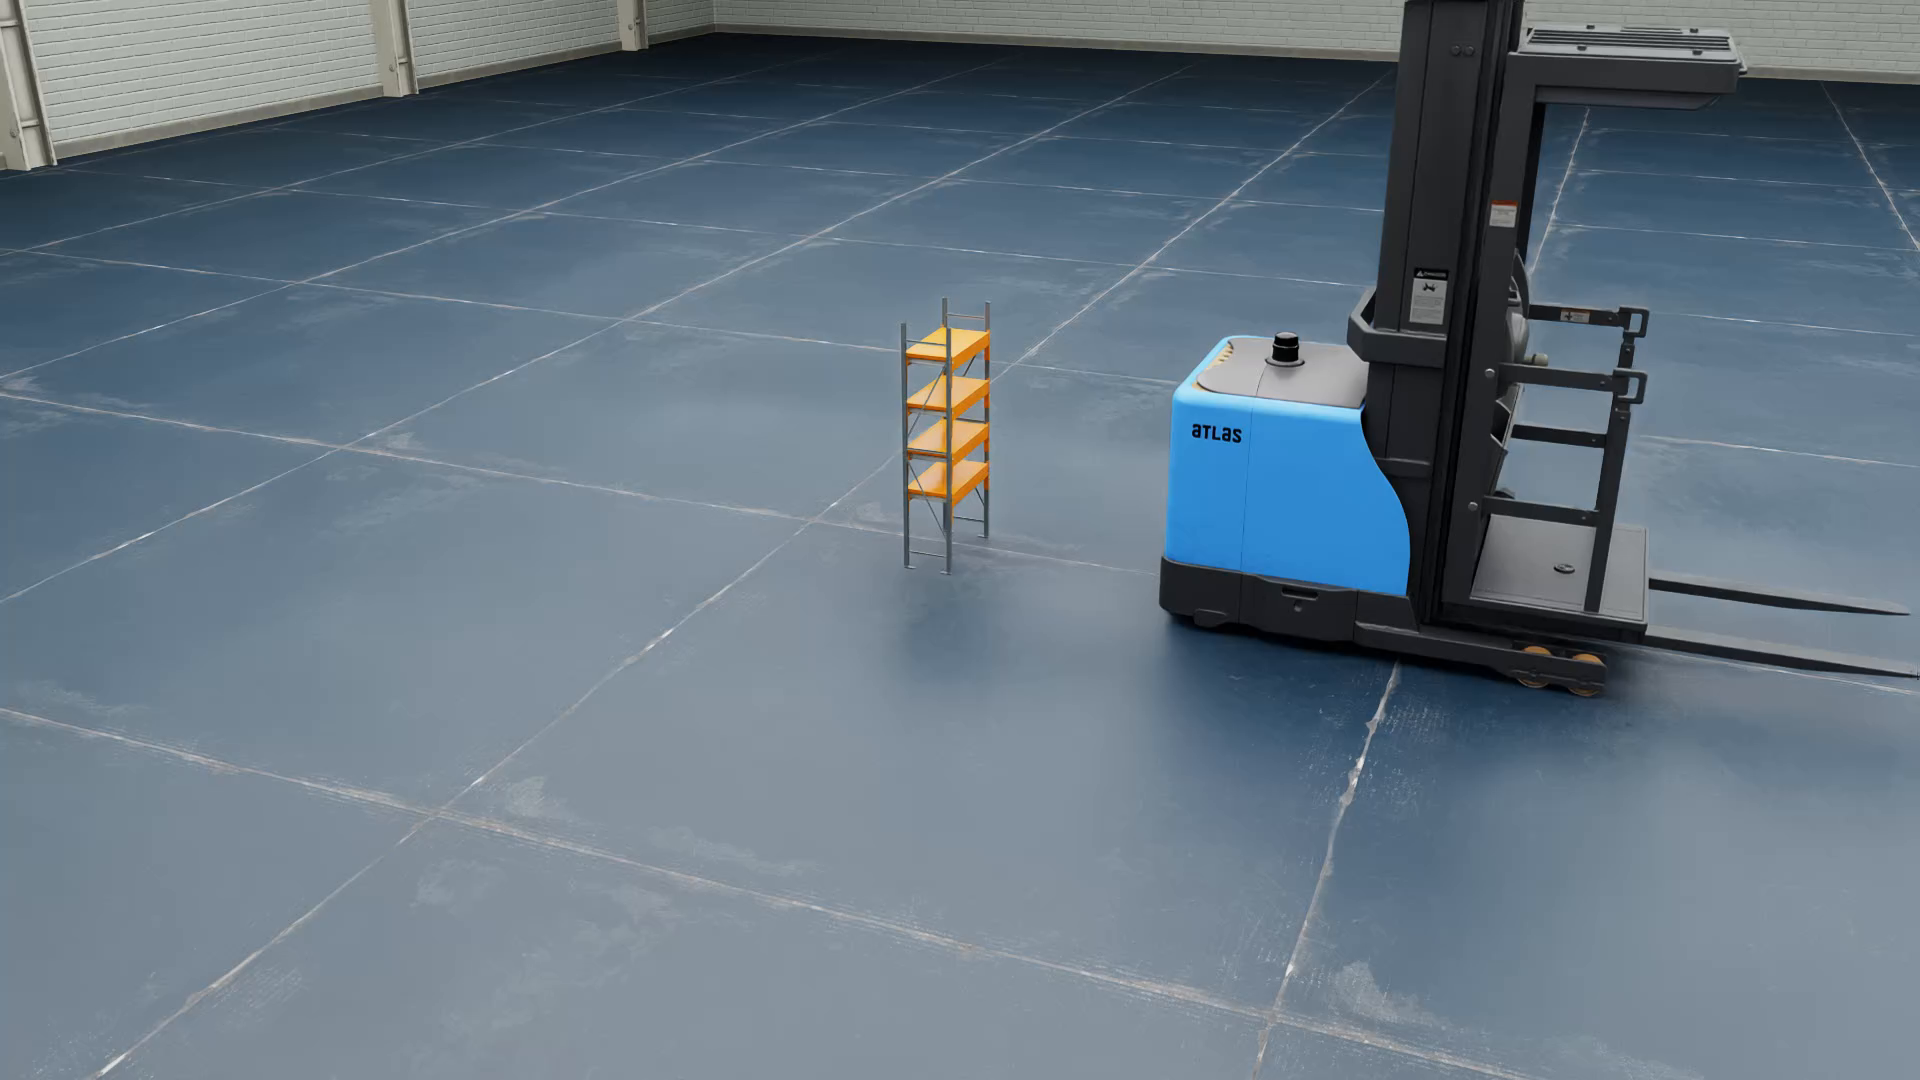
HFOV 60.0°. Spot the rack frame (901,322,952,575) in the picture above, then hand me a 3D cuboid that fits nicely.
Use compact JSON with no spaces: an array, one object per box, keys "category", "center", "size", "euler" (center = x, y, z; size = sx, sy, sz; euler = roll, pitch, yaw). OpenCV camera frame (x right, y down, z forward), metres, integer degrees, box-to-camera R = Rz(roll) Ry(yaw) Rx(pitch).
[{"category":"rack frame","center":[-0.152,-0.407,7.668],"size":[0.240,1.200,0.015],"euler":[9,24,20]}]

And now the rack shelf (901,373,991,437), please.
[{"category":"rack shelf","center":[-0.062,-0.639,7.817],"size":[0.258,0.148,0.480],"euler":[9,24,20]}]

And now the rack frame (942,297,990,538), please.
[{"category":"rack frame","center":[0.029,-0.582,8.086],"size":[0.240,1.200,0.015],"euler":[9,24,20]}]

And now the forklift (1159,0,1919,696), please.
[{"category":"forklift","center":[2.454,-0.953,6.728],"size":[3.031,2.935,1.130],"euler":[9,24,20]}]

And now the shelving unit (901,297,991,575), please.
[{"category":"shelving unit","center":[-0.061,-0.494,7.877],"size":[0.258,1.200,0.503],"euler":[9,24,20]}]

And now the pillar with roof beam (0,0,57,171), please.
[{"category":"pillar with roof beam","center":[-5.962,-7.543,14.632],"size":[9.100,9.000,0.400],"euler":[9,24,20]}]

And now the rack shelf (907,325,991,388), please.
[{"category":"rack shelf","center":[-0.062,-0.857,7.725],"size":[0.258,0.148,0.480],"euler":[9,24,20]}]

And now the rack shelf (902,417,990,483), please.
[{"category":"rack shelf","center":[-0.061,-0.432,7.903],"size":[0.258,0.148,0.480],"euler":[9,24,20]}]

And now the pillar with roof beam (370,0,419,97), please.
[{"category":"pillar with roof beam","center":[-3.733,-9.690,19.773],"size":[9.100,9.000,0.400],"euler":[9,24,20]}]

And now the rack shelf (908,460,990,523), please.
[{"category":"rack shelf","center":[-0.061,-0.249,7.979],"size":[0.258,0.148,0.480],"euler":[9,24,20]}]

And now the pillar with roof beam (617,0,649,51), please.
[{"category":"pillar with roof beam","center":[-1.505,-11.837,24.913],"size":[9.100,9.000,0.400],"euler":[9,24,20]}]
